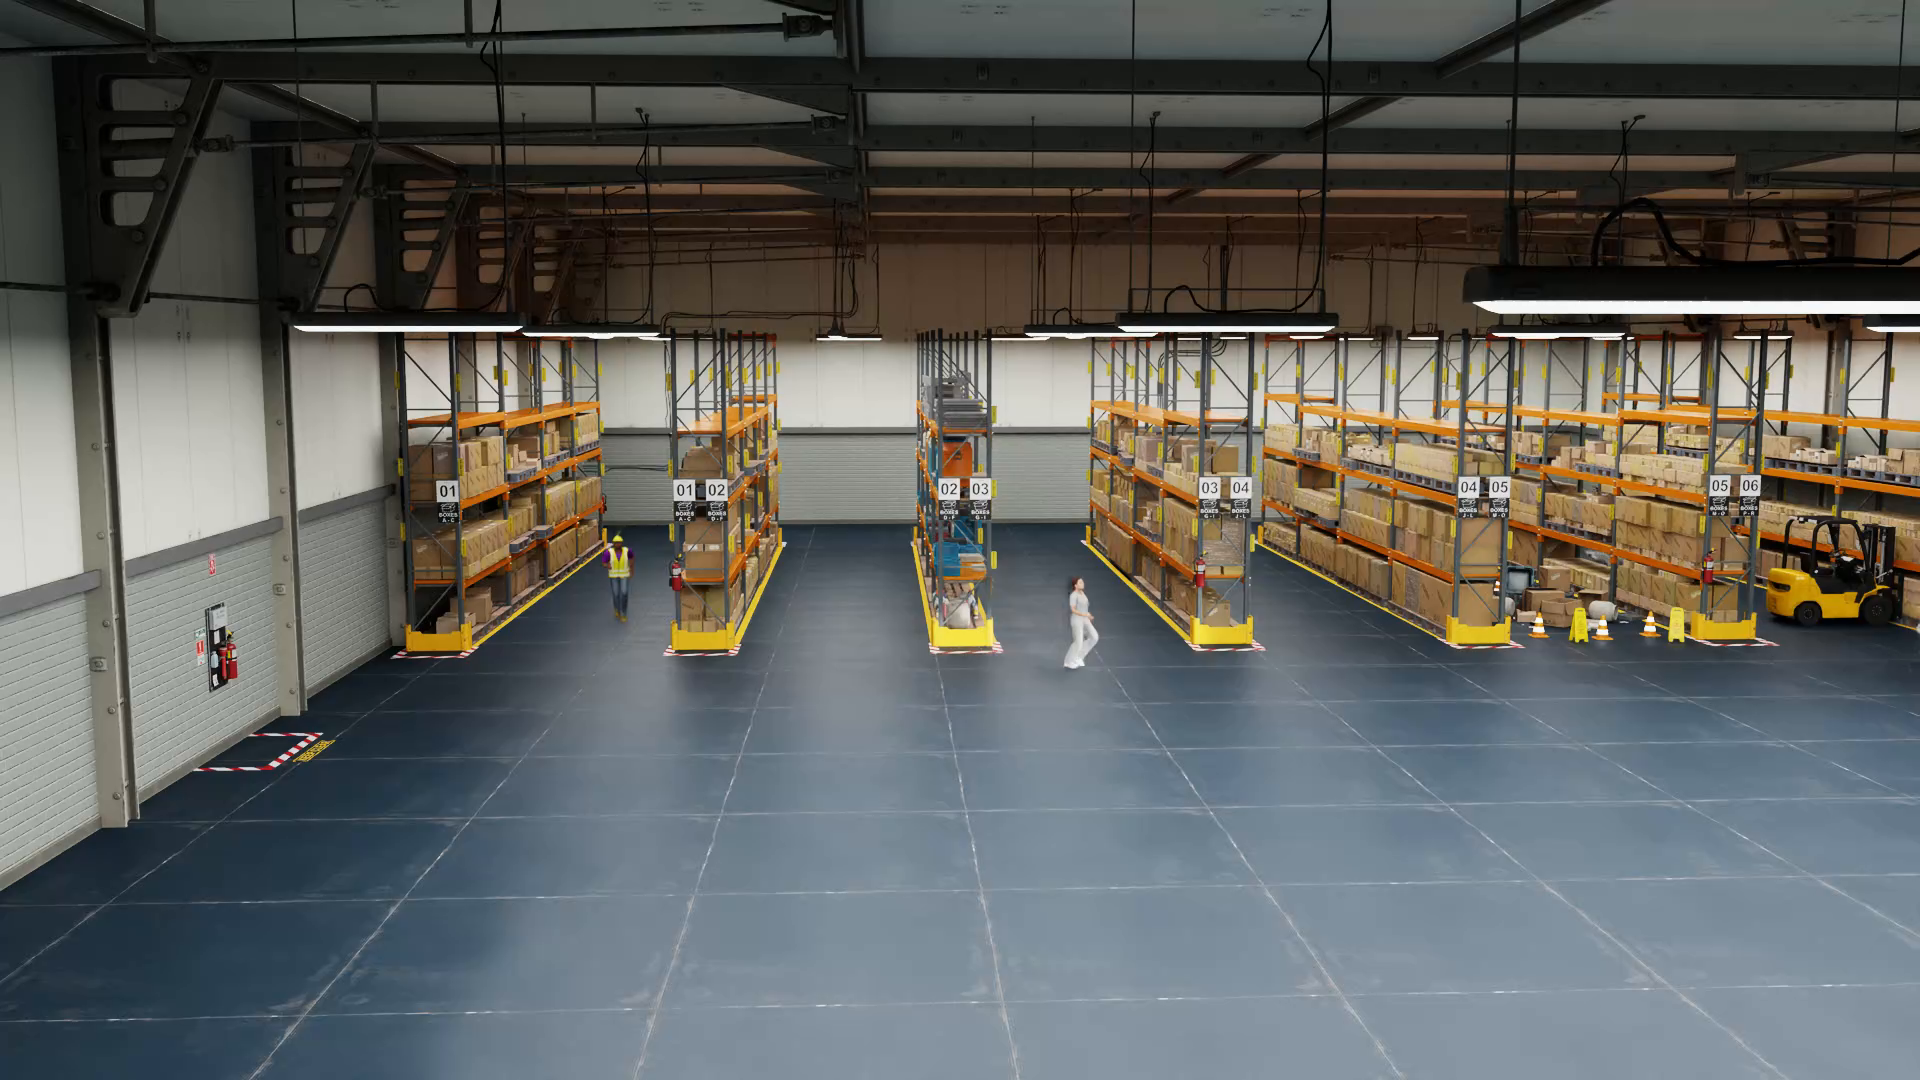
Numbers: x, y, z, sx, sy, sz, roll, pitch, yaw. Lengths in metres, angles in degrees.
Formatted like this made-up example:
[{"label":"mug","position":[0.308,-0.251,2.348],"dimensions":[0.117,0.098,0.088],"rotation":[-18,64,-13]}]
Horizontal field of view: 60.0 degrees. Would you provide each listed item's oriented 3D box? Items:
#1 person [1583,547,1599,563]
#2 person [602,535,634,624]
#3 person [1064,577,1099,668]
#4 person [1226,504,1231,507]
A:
[{"label":"person","position":[16.050,-0.100,42.097],"dimensions":[0.654,1.741,0.532],"rotation":[0,7,-4]},{"label":"person","position":[-7.078,0.784,34.429],"dimensions":[0.640,1.796,0.890],"rotation":[-1,7,-7]},{"label":"person","position":[2.125,1.450,29.371],"dimensions":[0.599,1.627,0.575],"rotation":[4,8,30]},{"label":"person","position":[7.394,-0.671,47.269],"dimensions":[0.637,1.630,0.927],"rotation":[3,7,22]}]
